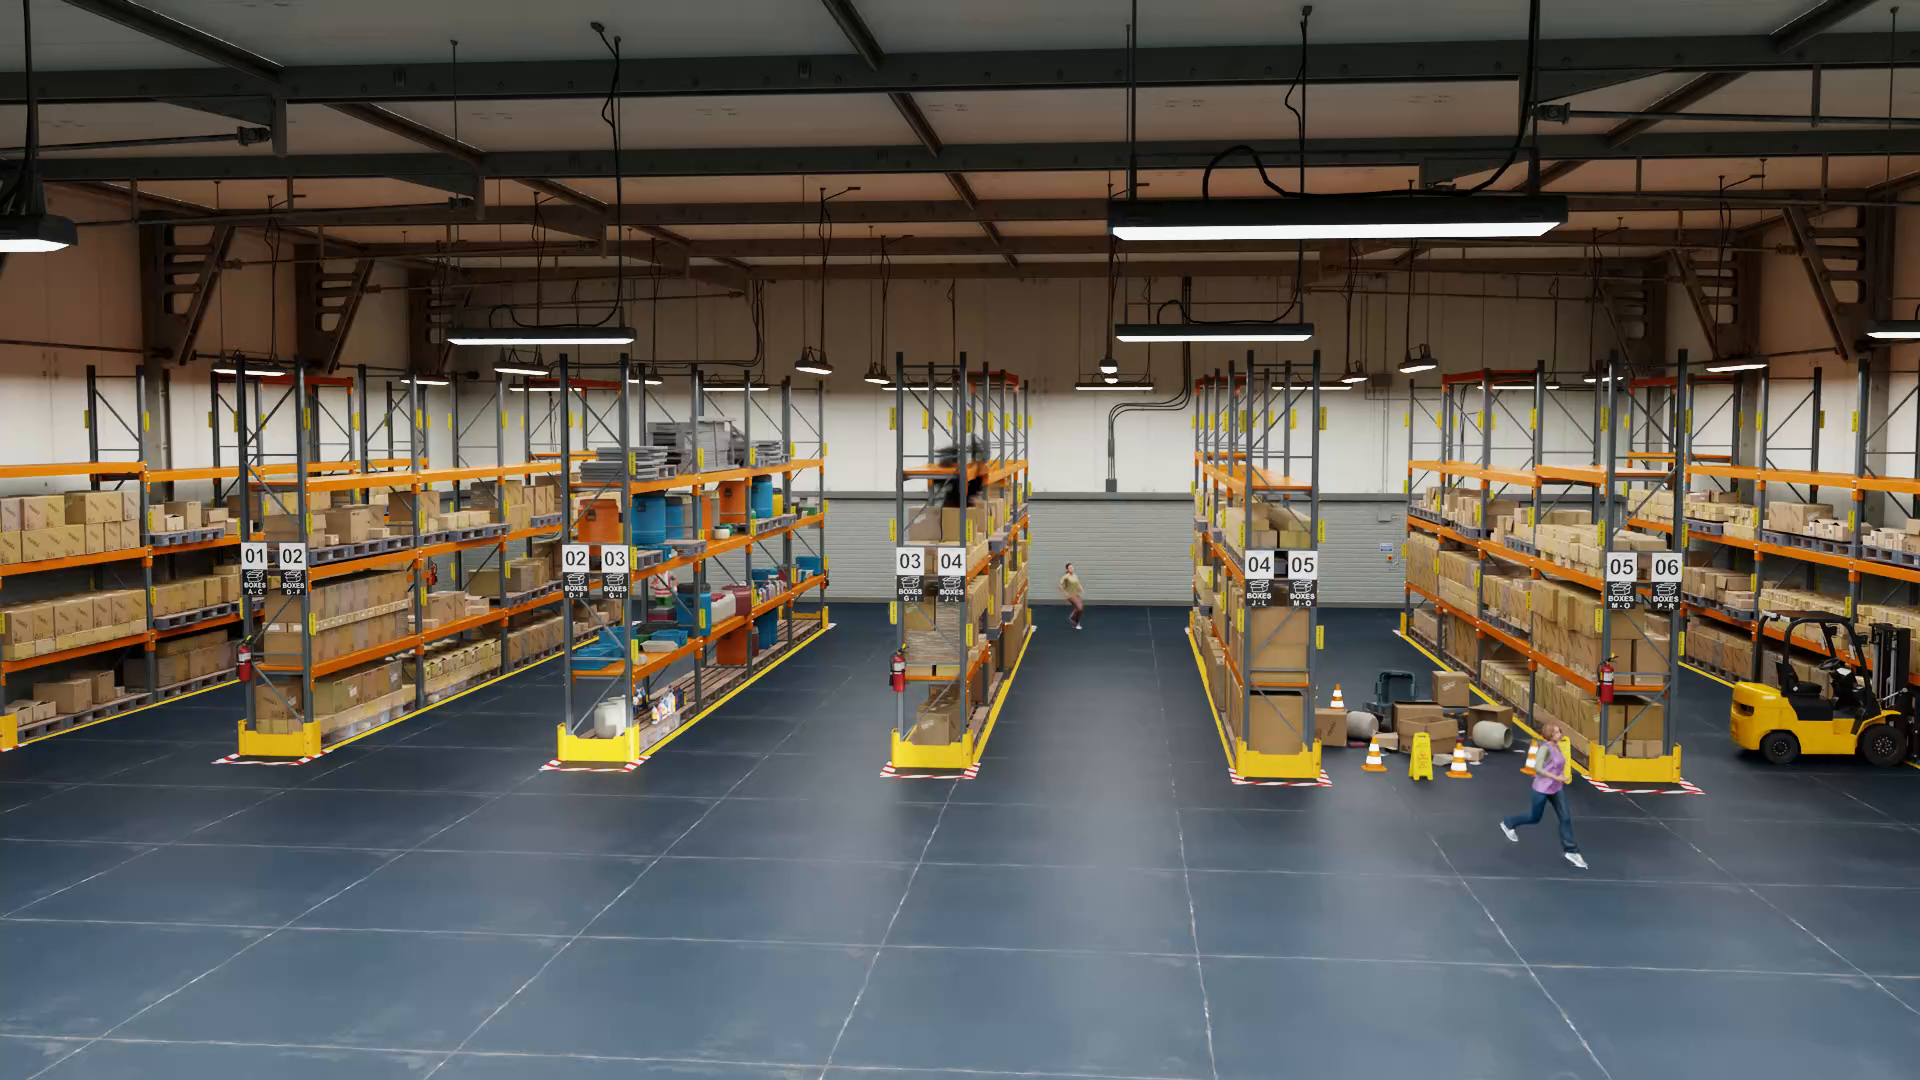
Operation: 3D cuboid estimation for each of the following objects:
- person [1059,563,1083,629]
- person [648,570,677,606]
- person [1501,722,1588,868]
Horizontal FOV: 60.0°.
[{"bbox_3d":[2.754,1.360,40.103,0.627,1.609,0.499,-3,5,-38],"label":"person"},{"bbox_3d":[-6.900,1.335,38.641,0.659,1.807,0.934,0,4,-6],"label":"person"},{"bbox_3d":[6.655,2.868,18.960,0.510,1.598,1.035,-3,5,-38],"label":"person"}]
